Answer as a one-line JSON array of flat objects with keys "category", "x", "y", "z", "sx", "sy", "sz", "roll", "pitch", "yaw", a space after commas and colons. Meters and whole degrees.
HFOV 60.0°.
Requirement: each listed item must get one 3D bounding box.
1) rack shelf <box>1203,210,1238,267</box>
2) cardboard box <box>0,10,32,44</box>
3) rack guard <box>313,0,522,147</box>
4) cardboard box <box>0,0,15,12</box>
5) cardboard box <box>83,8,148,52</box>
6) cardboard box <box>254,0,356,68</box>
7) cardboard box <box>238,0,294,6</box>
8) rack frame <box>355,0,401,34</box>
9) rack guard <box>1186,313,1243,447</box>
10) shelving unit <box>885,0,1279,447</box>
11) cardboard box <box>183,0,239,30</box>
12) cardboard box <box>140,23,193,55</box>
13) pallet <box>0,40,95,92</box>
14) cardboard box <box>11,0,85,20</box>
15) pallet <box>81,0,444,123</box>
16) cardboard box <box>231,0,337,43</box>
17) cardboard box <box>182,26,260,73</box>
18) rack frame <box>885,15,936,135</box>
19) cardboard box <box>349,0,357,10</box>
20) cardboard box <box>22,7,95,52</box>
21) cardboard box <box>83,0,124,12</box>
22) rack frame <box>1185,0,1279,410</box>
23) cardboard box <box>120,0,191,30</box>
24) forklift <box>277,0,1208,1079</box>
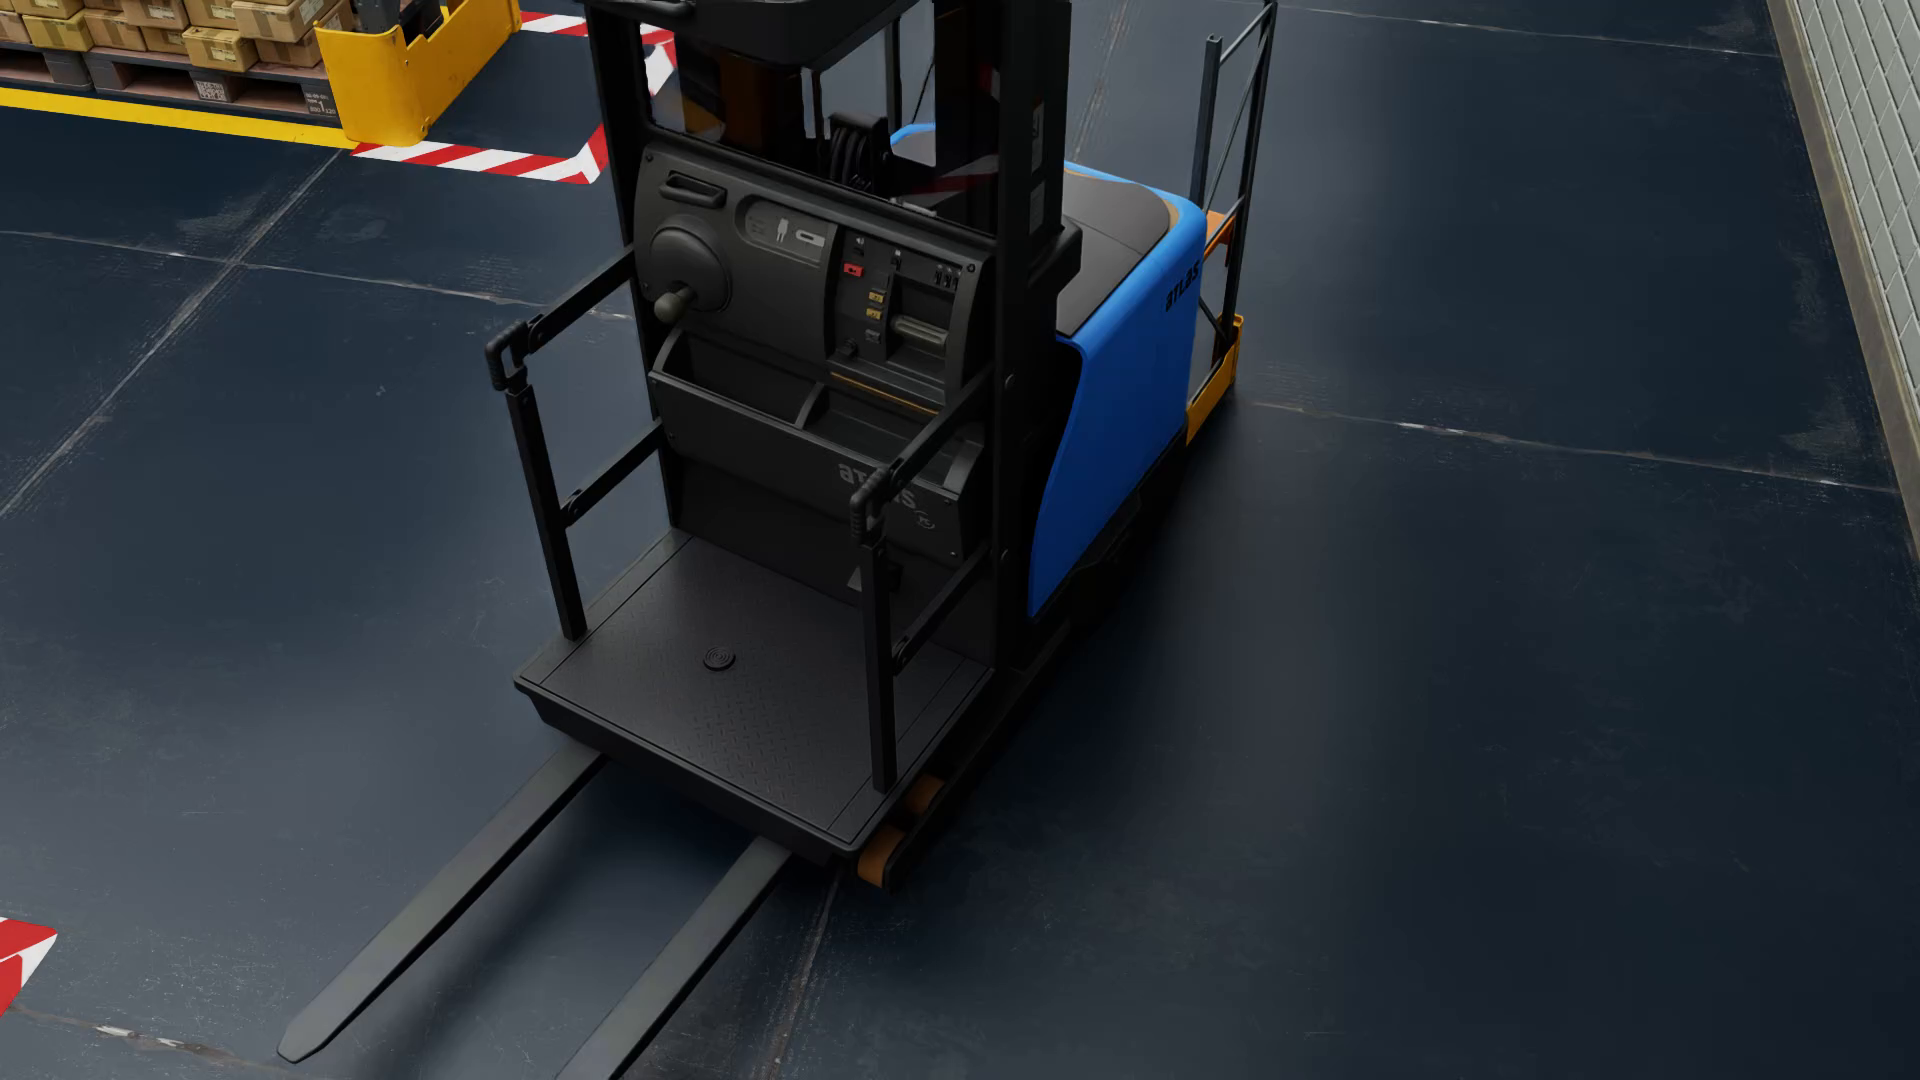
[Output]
[{"category": "rack shelf", "x": 0.353, "y": -0.997, "z": 5.464, "sx": 1.000, "sy": 0.185, "sz": 0.538, "roll": 21, "pitch": 48, "yaw": 20}, {"category": "cardboard box", "x": -4.084, "y": -2.336, "z": 7.267, "sx": 0.250, "sy": 0.149, "sz": 0.380, "roll": 10, "pitch": 45, "yaw": 10}, {"category": "rack guard", "x": -2.319, "y": -2.236, "z": 7.212, "sx": 0.348, "sy": 0.500, "sz": 1.175, "roll": 9, "pitch": 45, "yaw": 9}, {"category": "cardboard box", "x": -4.084, "y": -2.442, "z": 7.162, "sx": 0.250, "sy": 0.149, "sz": 0.380, "roll": 11, "pitch": 45, "yaw": 11}, {"category": "cardboard box", "x": -3.559, "y": -2.285, "z": 7.214, "sx": 0.250, "sy": 0.149, "sz": 0.380, "roll": 9, "pitch": 45, "yaw": 9}, {"category": "cardboard box", "x": -2.804, "y": -2.188, "z": 7.113, "sx": 0.250, "sy": 0.149, "sz": 0.380, "roll": 10, "pitch": 45, "yaw": 10}, {"category": "cardboard box", "x": -2.816, "y": -2.372, "z": 6.875, "sx": 0.250, "sy": 0.149, "sz": 0.380, "roll": 9, "pitch": 45, "yaw": 10}, {"category": "rack frame", "x": -2.244, "y": -3.125, "z": 6.334, "sx": 0.127, "sy": 3.000, "sz": 1.000, "roll": 9, "pitch": 45, "yaw": 9}, {"category": "rack guard", "x": 0.798, "y": -0.507, "z": 5.597, "sx": 0.087, "sy": 0.250, "sz": 0.587, "roll": 21, "pitch": 48, "yaw": 20}, {"category": "shelving unit", "x": 0.361, "y": -1.124, "z": 5.336, "sx": 1.083, "sy": 1.500, "sz": 0.587, "roll": 21, "pitch": 48, "yaw": 20}, {"category": "cardboard box", "x": -3.065, "y": -2.319, "z": 7.035, "sx": 0.250, "sy": 0.149, "sz": 0.380, "roll": 8, "pitch": 44, "yaw": 8}, {"category": "cardboard box", "x": -3.316, "y": -2.256, "z": 7.184, "sx": 0.250, "sy": 0.149, "sz": 0.380, "roll": 9, "pitch": 45, "yaw": 9}, {"category": "pallet", "x": -4.291, "y": -2.465, "z": 7.659, "sx": 1.213, "sy": 0.211, "sz": 1.003, "roll": 9, "pitch": 45, "yaw": 9}, {"category": "cardboard box", "x": -3.837, "y": -2.390, "z": 7.109, "sx": 0.250, "sy": 0.149, "sz": 0.380, "roll": 9, "pitch": 45, "yaw": 10}, {"category": "pallet", "x": -3.104, "y": -2.279, "z": 7.465, "sx": 1.213, "sy": 0.211, "sz": 1.003, "roll": 9, "pitch": 45, "yaw": 9}, {"category": "cardboard box", "x": -2.822, "y": -2.243, "z": 6.956, "sx": 0.250, "sy": 0.149, "sz": 0.380, "roll": 8, "pitch": 44, "yaw": 8}, {"category": "cardboard box", "x": -3.077, "y": -2.158, "z": 7.082, "sx": 0.250, "sy": 0.149, "sz": 0.380, "roll": 10, "pitch": 45, "yaw": 10}, {"category": "rack frame", "x": -0.092, "y": -1.296, "z": 5.515, "sx": 0.032, "sy": 1.500, "sz": 0.500, "roll": 21, "pitch": 48, "yaw": 20}, {"category": "cardboard box", "x": -2.686, "y": -2.545, "z": 7.484, "sx": 0.250, "sy": 0.149, "sz": 0.380, "roll": 10, "pitch": 45, "yaw": 10}, {"category": "cardboard box", "x": -3.822, "y": -2.281, "z": 7.210, "sx": 0.250, "sy": 0.149, "sz": 0.380, "roll": 7, "pitch": 44, "yaw": 7}, {"category": "cardboard box", "x": -3.569, "y": -2.431, "z": 7.151, "sx": 0.250, "sy": 0.149, "sz": 0.380, "roll": 8, "pitch": 45, "yaw": 9}, {"category": "rack frame", "x": 0.799, "y": -0.957, "z": 5.163, "sx": 0.032, "sy": 1.500, "sz": 0.500, "roll": 21, "pitch": 48, "yaw": 20}, {"category": "cardboard box", "x": -3.329, "y": -2.321, "z": 7.036, "sx": 0.250, "sy": 0.149, "sz": 0.380, "roll": 7, "pitch": 44, "yaw": 7}, {"category": "forklift", "x": -0.473, "y": -0.527, "z": 3.684, "sx": 1.130, "sy": 2.935, "sz": 3.031, "roll": 23, "pitch": 48, "yaw": 22}]
